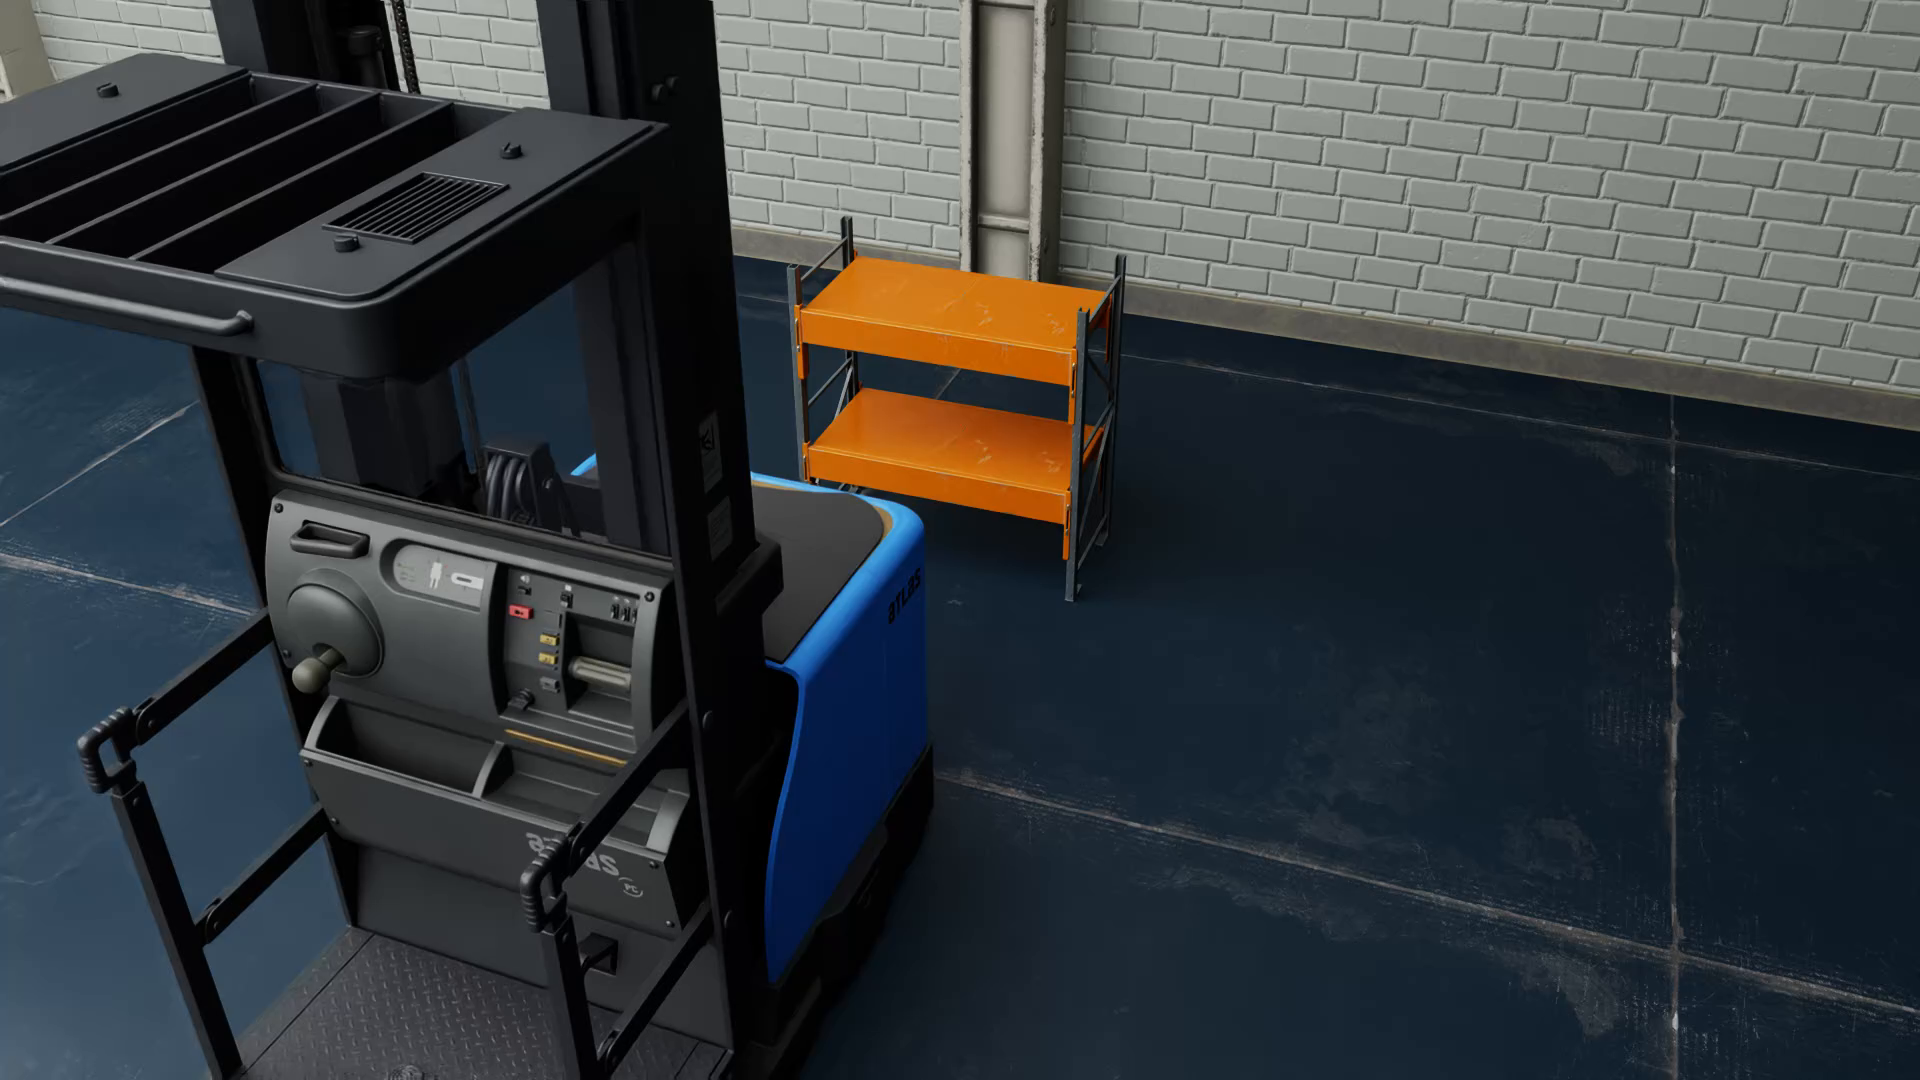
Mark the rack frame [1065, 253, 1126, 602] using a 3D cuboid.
[{"bbox_3d":[0.472,-0.381,5.803,0.032,1.125,0.500,11,34,16],"label":"rack frame"}]

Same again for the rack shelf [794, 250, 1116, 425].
[{"bbox_3d":[-0.006,-0.720,5.788,1.000,0.278,0.538,11,34,16],"label":"rack shelf"}]

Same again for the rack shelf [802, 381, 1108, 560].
[{"bbox_3d":[-0.006,-0.268,6.079,1.000,0.278,0.538,11,34,16],"label":"rack shelf"}]

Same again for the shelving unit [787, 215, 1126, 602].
[{"bbox_3d":[-0.006,-0.474,5.947,1.048,1.125,0.538,11,34,16],"label":"shelving unit"}]

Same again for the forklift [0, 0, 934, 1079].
[{"bbox_3d":[-1.089,0.230,3.192,1.130,2.935,3.031,12,35,18],"label":"forklift"}]

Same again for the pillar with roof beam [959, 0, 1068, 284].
[{"bbox_3d":[-1.219,-2.702,2.139,0.400,9.000,9.100,11,34,16],"label":"pillar with roof beam"}]

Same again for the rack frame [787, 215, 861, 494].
[{"bbox_3d":[-0.485,-0.567,6.091,0.032,1.125,0.500,11,34,16],"label":"rack frame"}]

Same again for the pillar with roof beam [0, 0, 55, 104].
[{"bbox_3d":[-6.867,-3.800,3.840,0.400,9.000,9.100,11,34,16],"label":"pillar with roof beam"}]
